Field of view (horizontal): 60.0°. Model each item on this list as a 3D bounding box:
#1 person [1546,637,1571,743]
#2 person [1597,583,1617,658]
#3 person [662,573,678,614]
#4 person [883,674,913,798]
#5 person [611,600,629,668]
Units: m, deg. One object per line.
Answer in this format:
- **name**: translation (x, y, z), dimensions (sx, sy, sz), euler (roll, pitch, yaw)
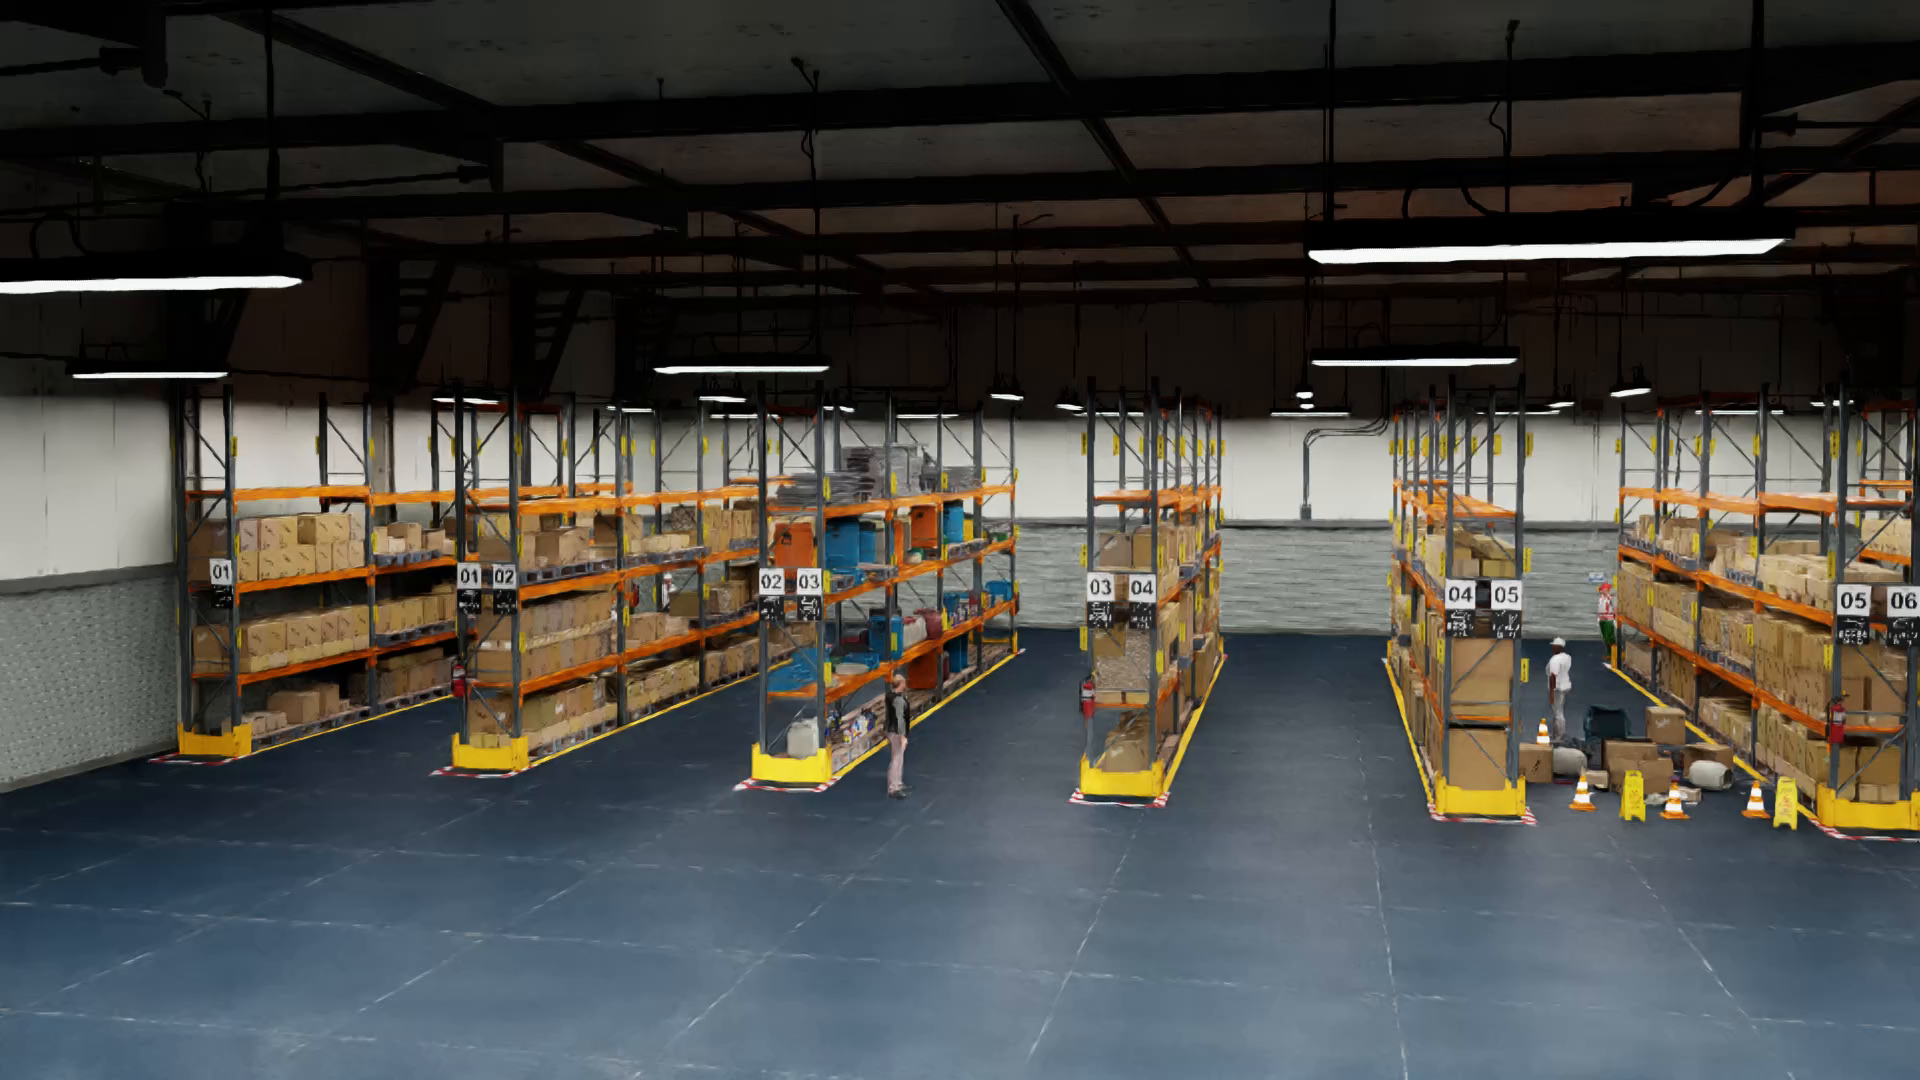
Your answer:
- **person**: translation (10.082, 2.527, 28.180), dimensions (0.497, 1.765, 0.625), euler (3, 4, 43)
- **person**: translation (15.300, 1.903, 39.238), dimensions (0.376, 1.782, 0.618), euler (-1, 3, -21)
- **person**: translation (-7.610, 1.713, 43.260), dimensions (0.646, 1.726, 0.746), euler (-1, 3, -15)
- **person**: translation (-0.852, 2.787, 23.862), dimensions (0.463, 1.731, 0.598), euler (-1, 3, -16)
- **person**: translation (-7.637, 2.112, 37.272), dimensions (0.497, 1.583, 1.090), euler (1, 3, 15)
